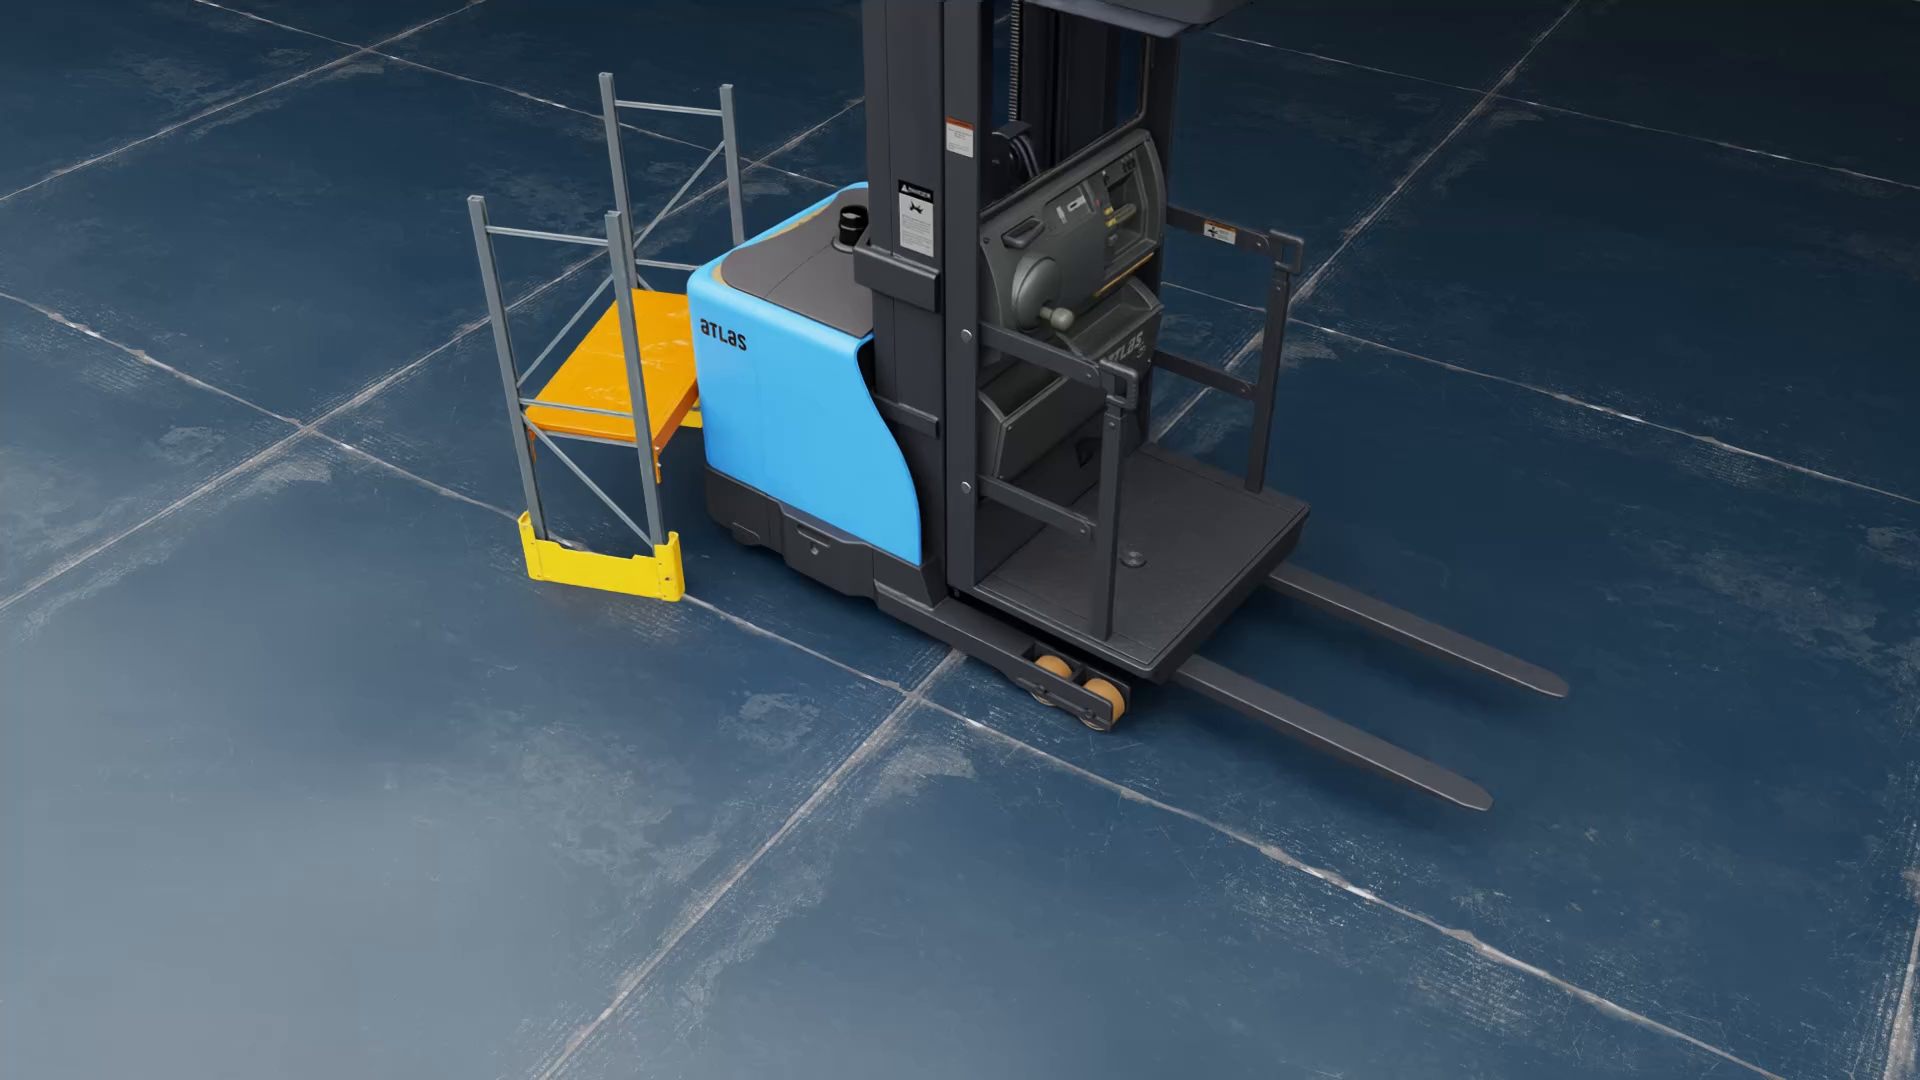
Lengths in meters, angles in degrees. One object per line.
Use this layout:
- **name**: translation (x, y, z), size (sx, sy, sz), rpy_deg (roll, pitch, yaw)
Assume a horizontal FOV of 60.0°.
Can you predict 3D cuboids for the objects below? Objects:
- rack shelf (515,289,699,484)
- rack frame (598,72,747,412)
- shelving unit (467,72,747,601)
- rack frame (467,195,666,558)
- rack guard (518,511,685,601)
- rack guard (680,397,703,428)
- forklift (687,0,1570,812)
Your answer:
- **rack shelf**: translation (-1.166, -0.597, 6.091), size (0.538, 0.185, 1.000), rpy_deg (8, 38, 11)
- **rack frame**: translation (-1.047, -1.042, 6.373), size (0.500, 1.500, 0.032), rpy_deg (8, 38, 11)
- **shelving unit**: translation (-1.169, -0.735, 5.974), size (0.587, 1.500, 1.083), rpy_deg (8, 38, 11)
- **rack frame**: translation (-1.285, -0.438, 5.590), size (0.500, 1.500, 0.032), rpy_deg (8, 38, 11)
- **rack guard**: translation (-1.285, 0.056, 5.973), size (0.587, 0.250, 0.087), rpy_deg (8, 38, 11)
- **rack guard**: translation (-1.052, -0.535, 6.739), size (0.587, 0.250, 0.087), rpy_deg (8, 38, 11)
- **forklift**: translation (0.530, -0.909, 5.029), size (3.031, 2.935, 1.130), rpy_deg (25, 44, 28)
